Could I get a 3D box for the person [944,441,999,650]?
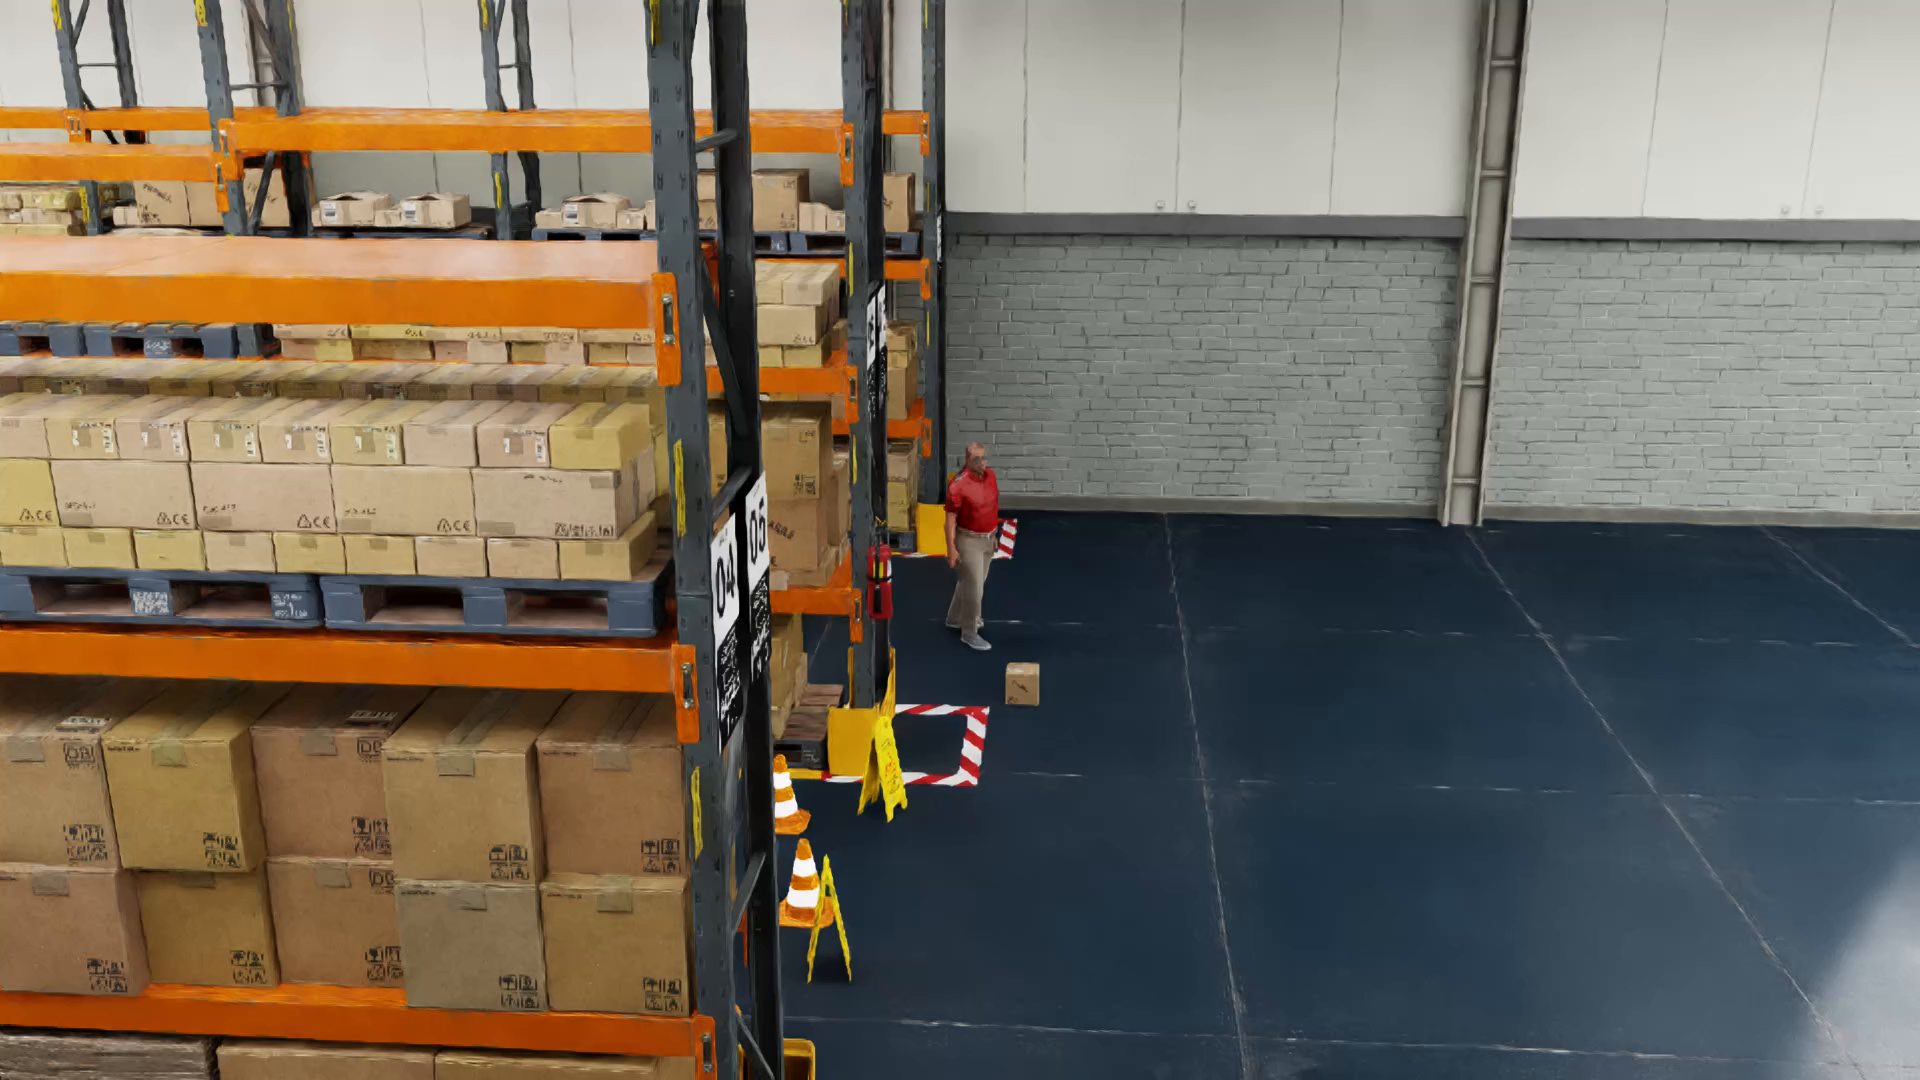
[{"bbox_3d":[0.068,0.005,13.567,0.584,1.713,0.570,13,21,35],"label":"person"}]
